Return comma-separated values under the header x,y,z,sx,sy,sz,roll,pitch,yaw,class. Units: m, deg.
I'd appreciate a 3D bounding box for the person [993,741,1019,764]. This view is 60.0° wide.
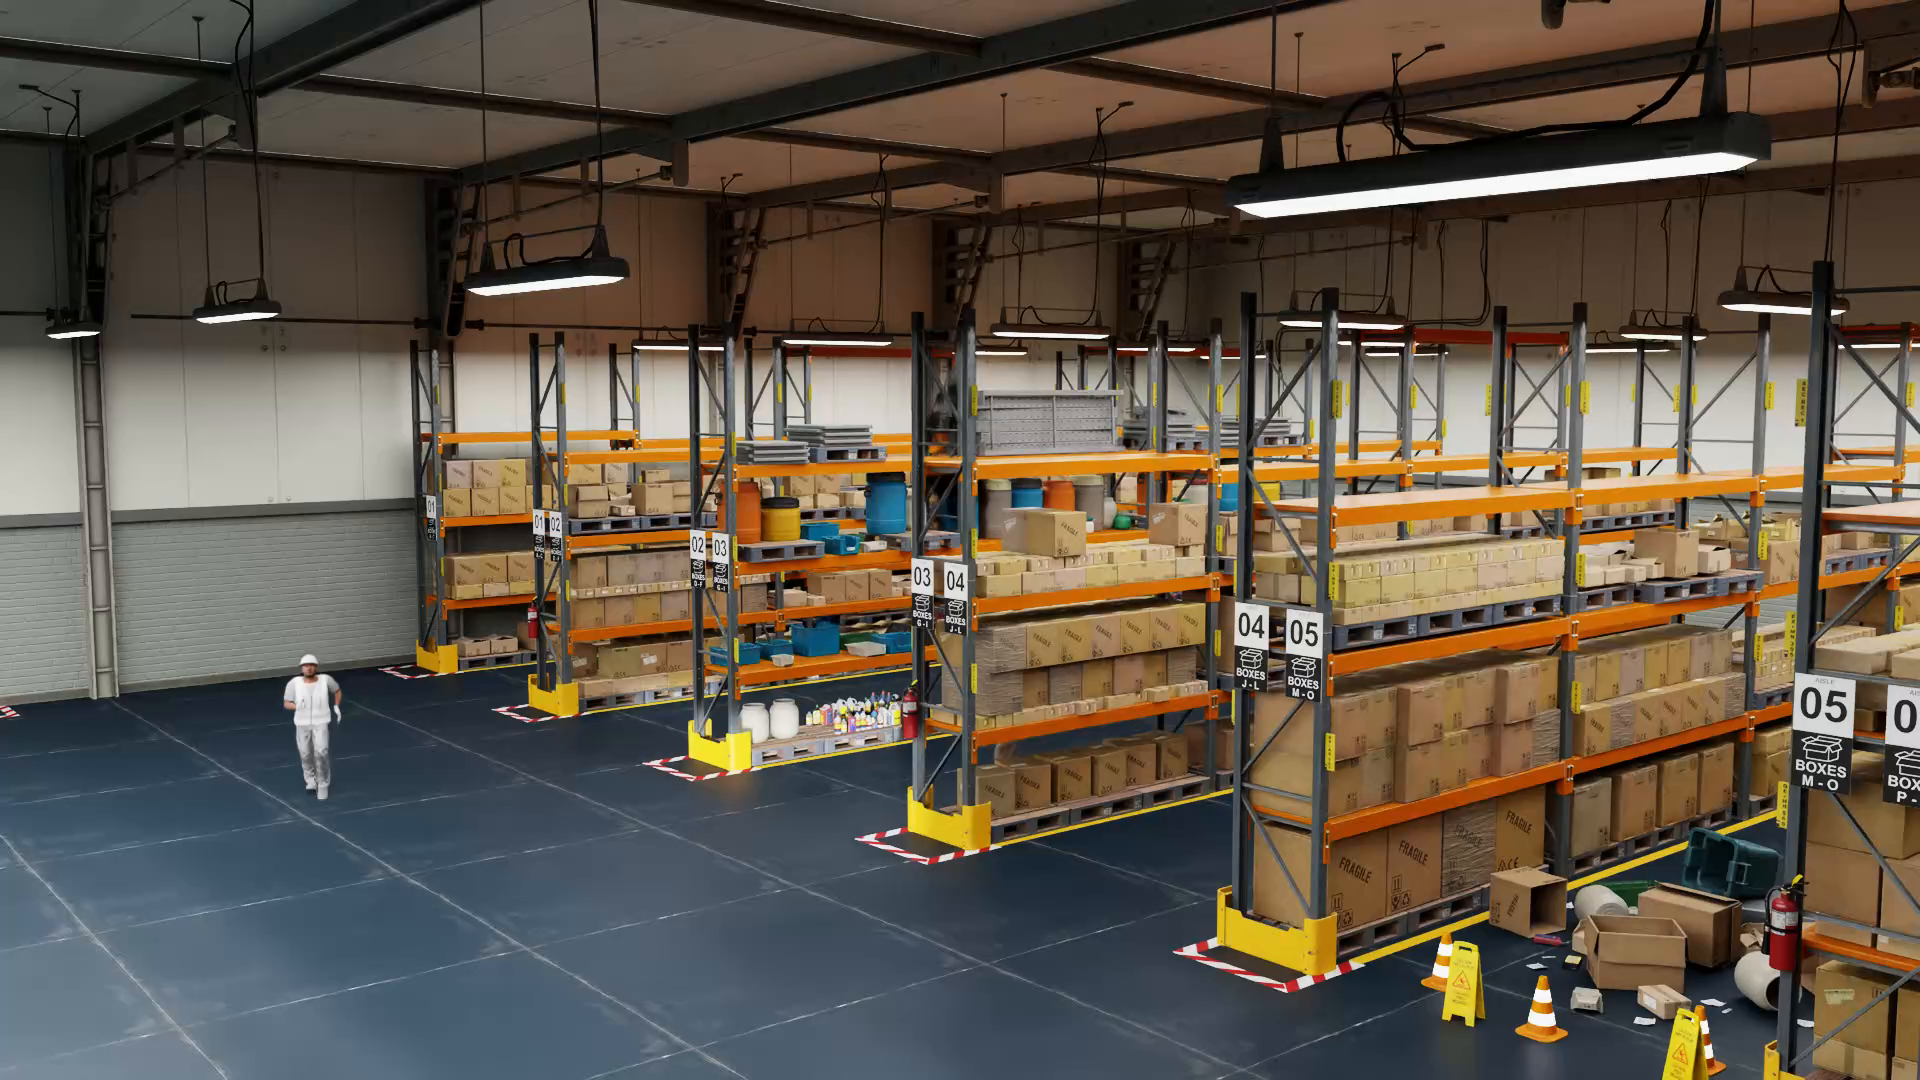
x,y,z,sx,sy,sz,roll,pitch,yaw,class
0.564,2.246,22.099,0.681,1.764,0.908,4,6,34,person

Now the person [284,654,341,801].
x,y,z,sx,sy,sz,roll,pitch,yaw,class
-8.127,2.349,20.884,0.658,1.838,0.761,-1,5,-15,person

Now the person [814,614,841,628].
x,y,z,sx,sy,sz,roll,pitch,yaw,class
-2.533,1.423,31.815,0.606,1.606,0.537,5,7,44,person
